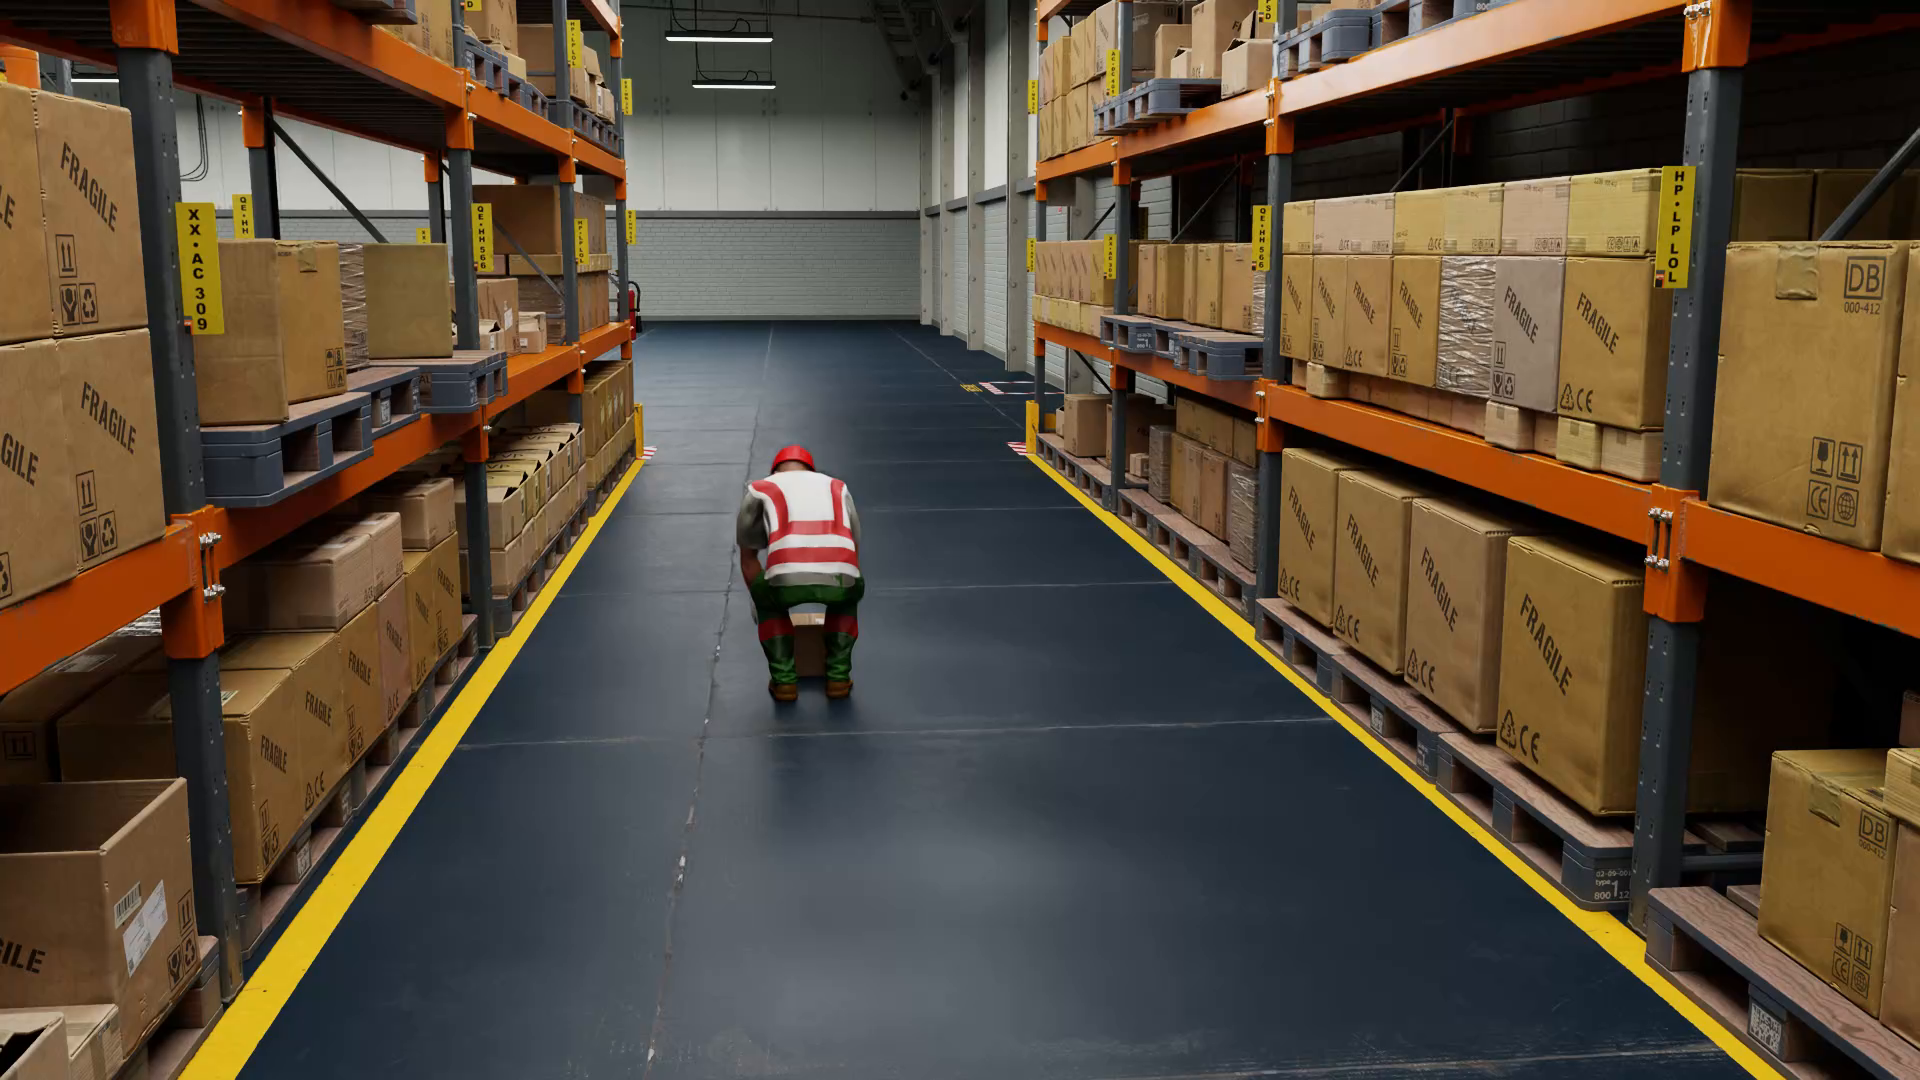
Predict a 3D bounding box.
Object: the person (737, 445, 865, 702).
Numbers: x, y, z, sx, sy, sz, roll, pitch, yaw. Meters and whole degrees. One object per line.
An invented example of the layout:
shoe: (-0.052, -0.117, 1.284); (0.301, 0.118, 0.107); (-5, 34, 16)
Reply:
person: (-0.721, 0.146, 7.535); (0.576, 1.091, 0.866); (-1, 10, -6)
